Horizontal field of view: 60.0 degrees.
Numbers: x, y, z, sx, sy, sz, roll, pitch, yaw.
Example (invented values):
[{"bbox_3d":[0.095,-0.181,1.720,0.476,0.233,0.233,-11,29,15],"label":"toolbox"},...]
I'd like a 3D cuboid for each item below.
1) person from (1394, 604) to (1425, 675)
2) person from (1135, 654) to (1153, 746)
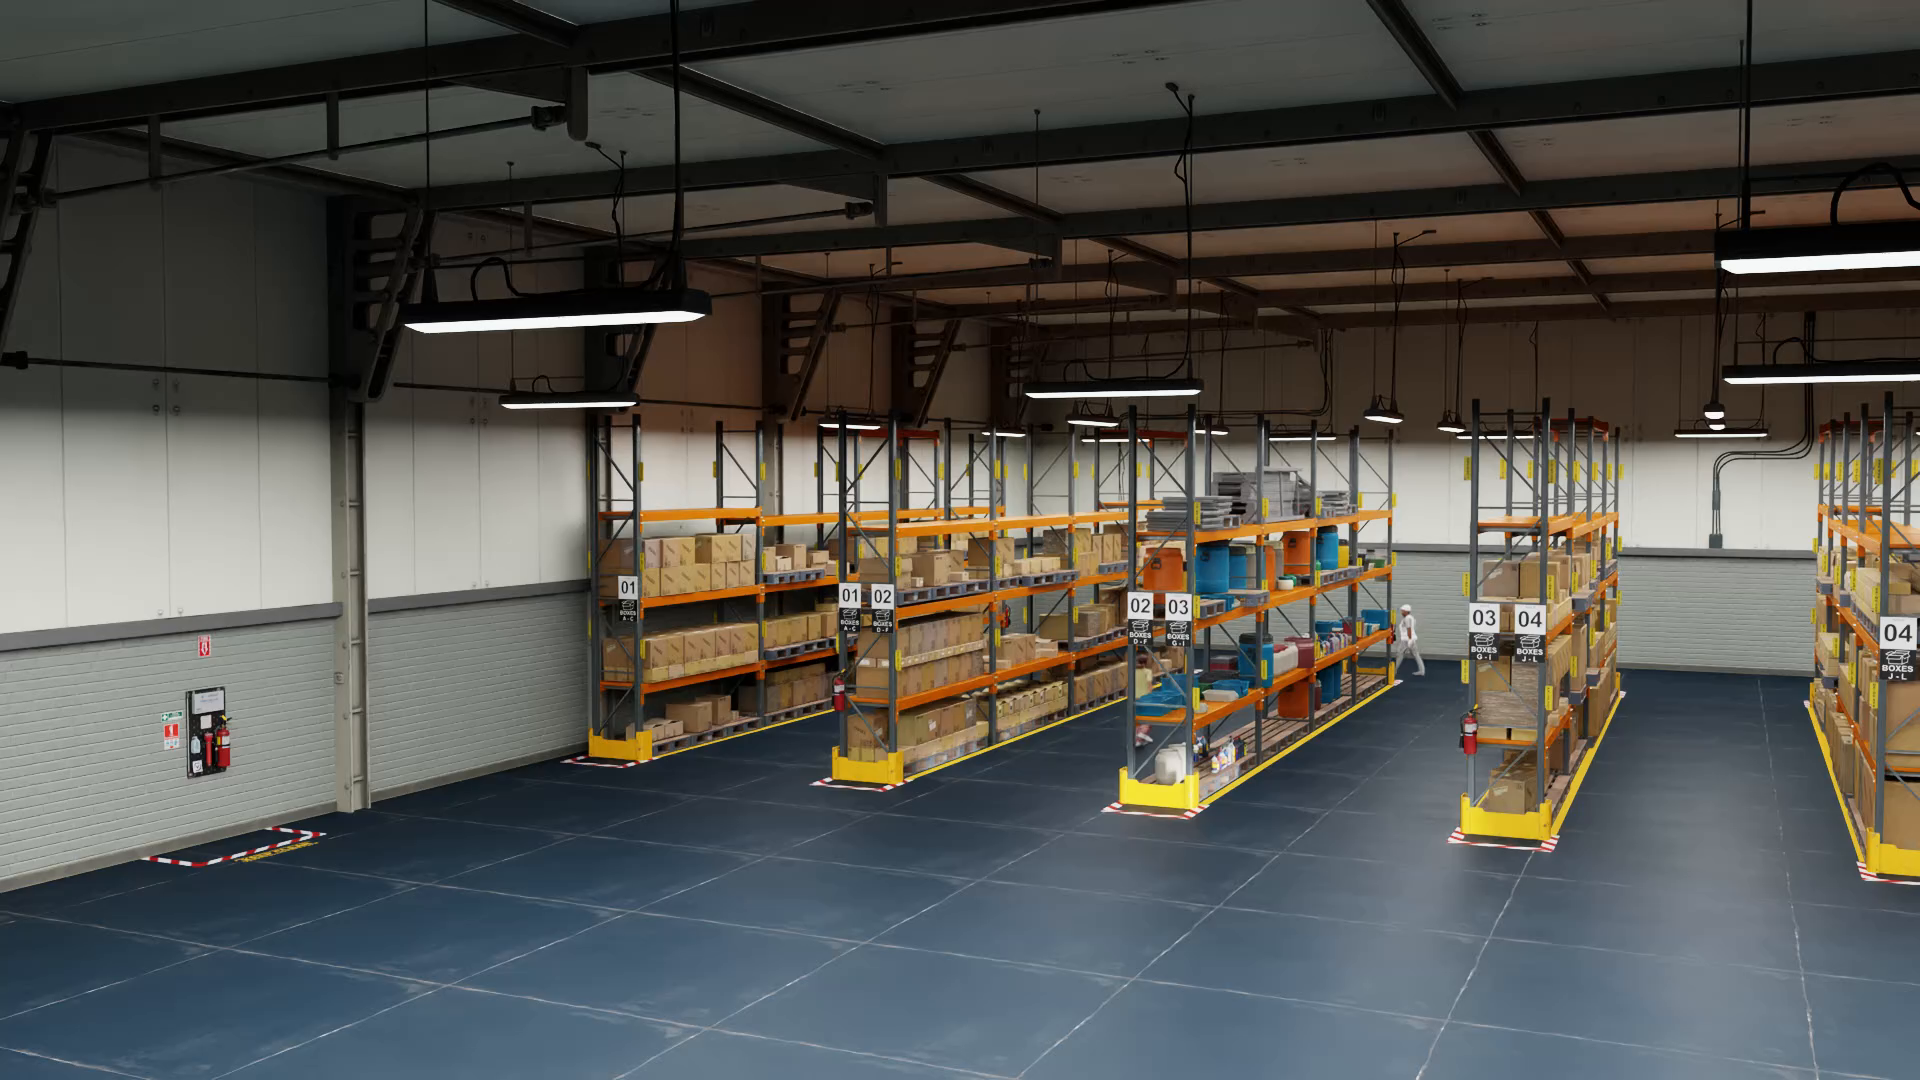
[{"bbox_3d":[10.936,2.435,40.786,1.009,1.718,0.553,2,3,43],"label":"person"},{"bbox_3d":[3.321,2.916,30.334,0.490,1.660,0.471,2,3,34],"label":"person"}]
